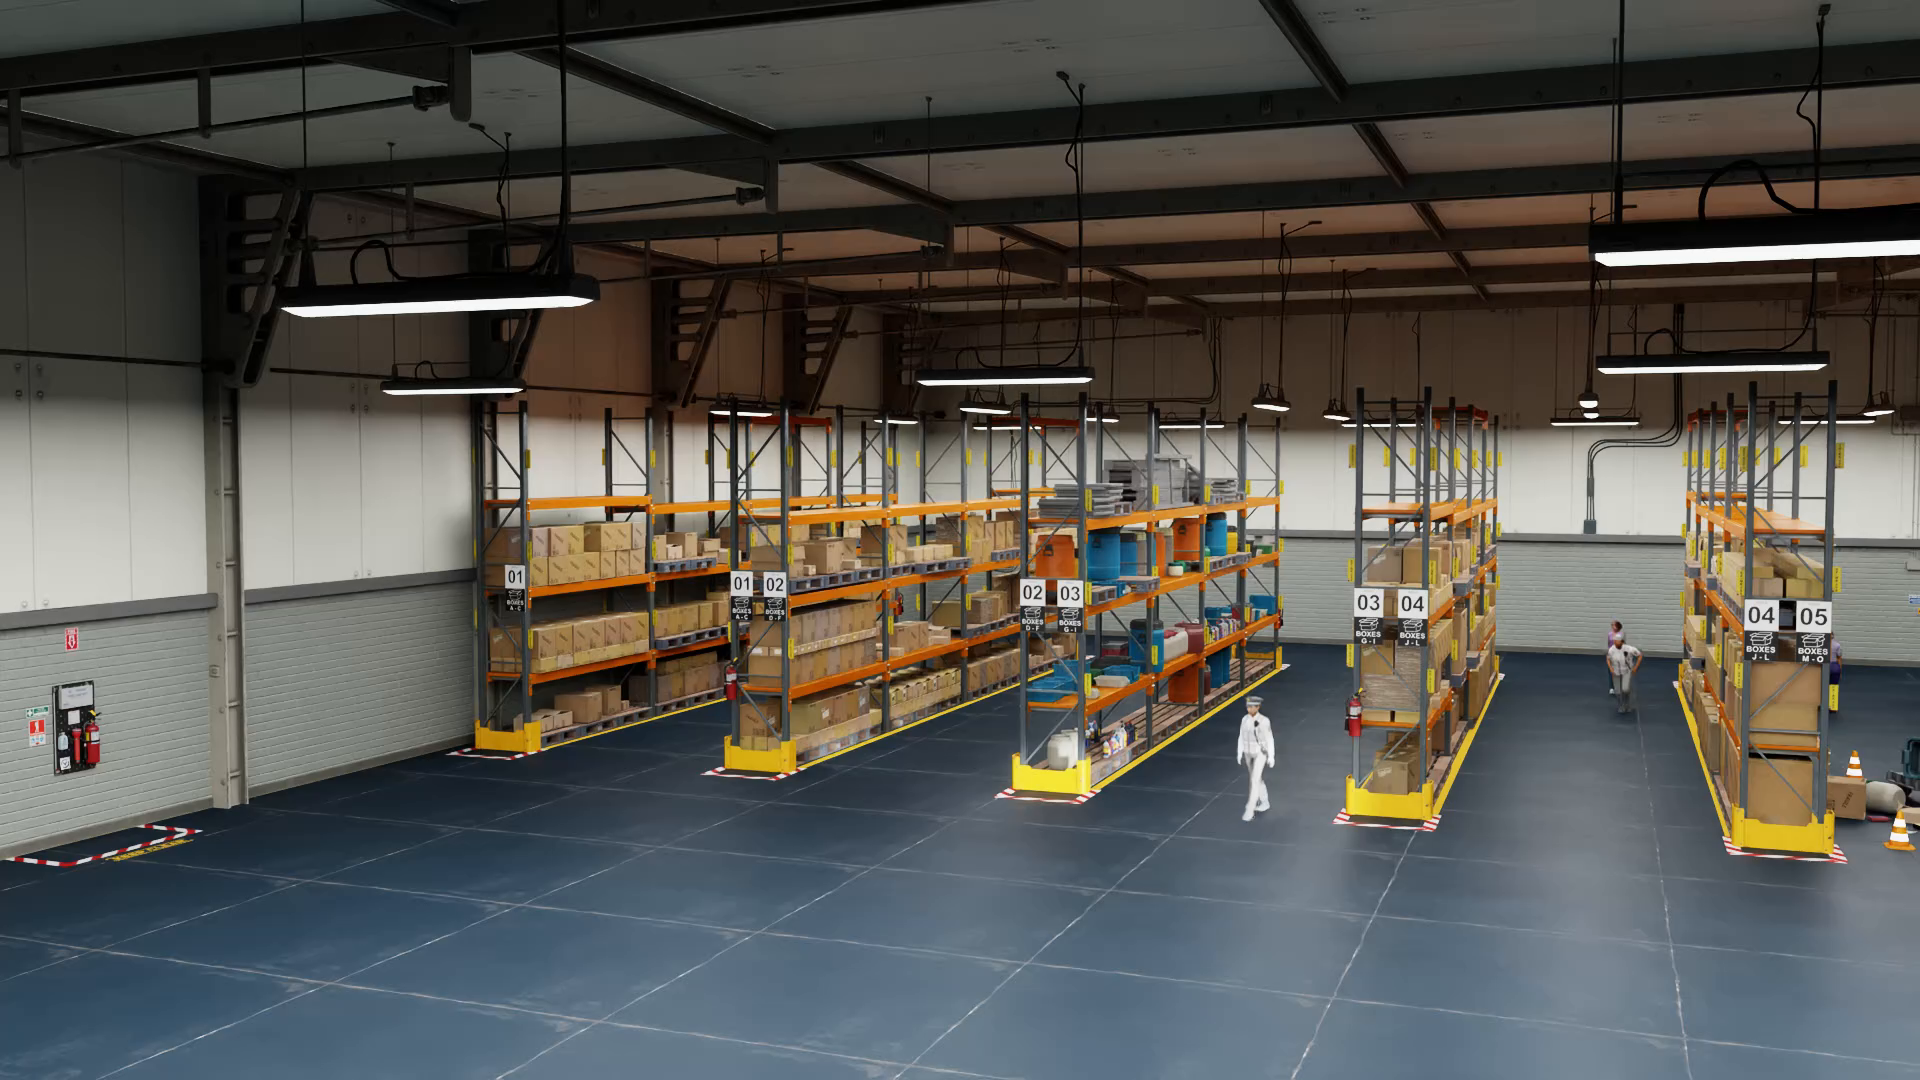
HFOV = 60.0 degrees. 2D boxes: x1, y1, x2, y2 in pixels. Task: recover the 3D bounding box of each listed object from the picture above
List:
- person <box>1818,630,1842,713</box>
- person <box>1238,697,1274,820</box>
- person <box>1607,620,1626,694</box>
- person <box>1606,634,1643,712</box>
[{"bbox_3d":[17.110,2.610,32.786,0.529,1.669,0.392,0,3,-7],"label":"person"},{"bbox_3d":[4.110,3.030,23.374,0.807,1.643,0.525,-2,4,-38],"label":"person"},{"bbox_3d":[14.005,2.482,35.456,0.379,1.539,0.972,1,3,20],"label":"person"},{"bbox_3d":[13.067,2.623,32.694,0.666,1.578,0.729,2,3,31],"label":"person"}]
